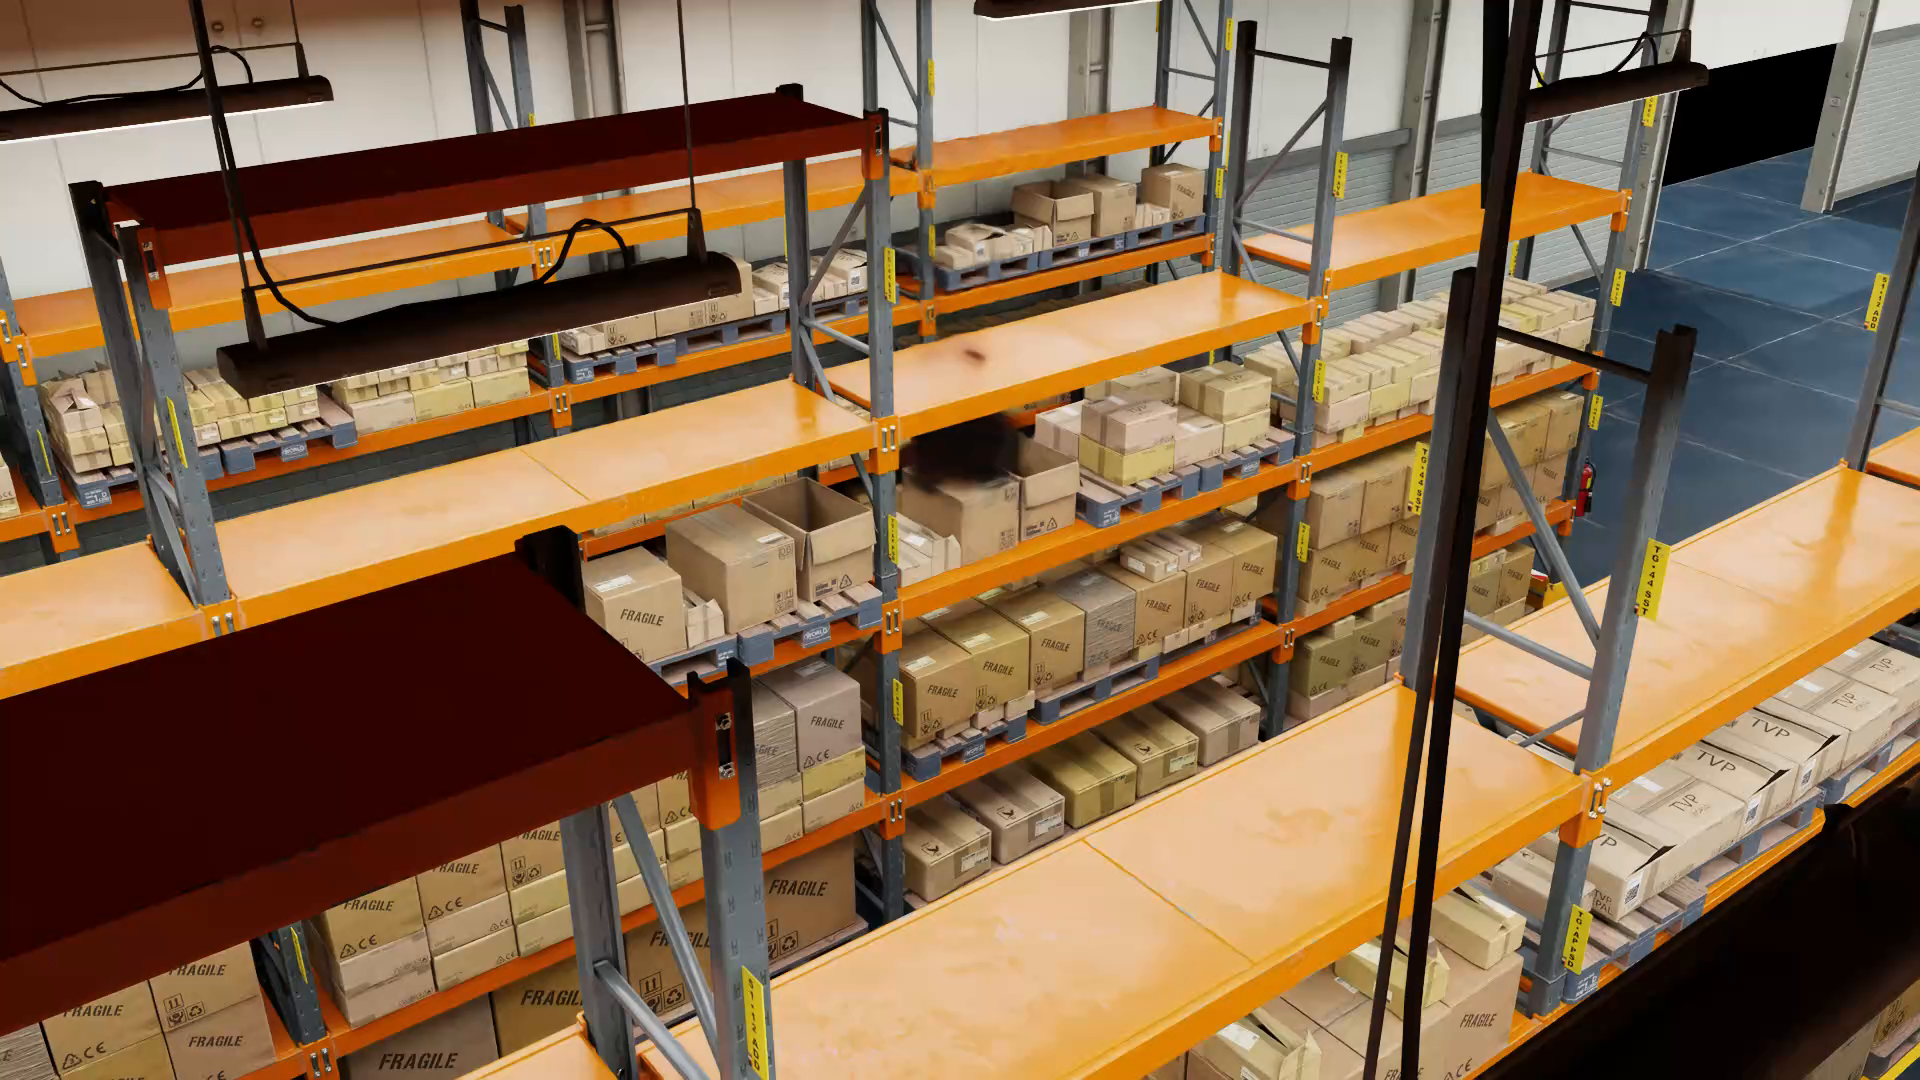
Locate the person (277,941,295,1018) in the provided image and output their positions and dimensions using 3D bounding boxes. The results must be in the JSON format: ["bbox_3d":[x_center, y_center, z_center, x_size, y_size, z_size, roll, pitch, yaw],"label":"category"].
[{"bbox_3d":[-4.452,2.377,11.285,0.740,1.770,0.641,-20,33,-35],"label":"person"}]
